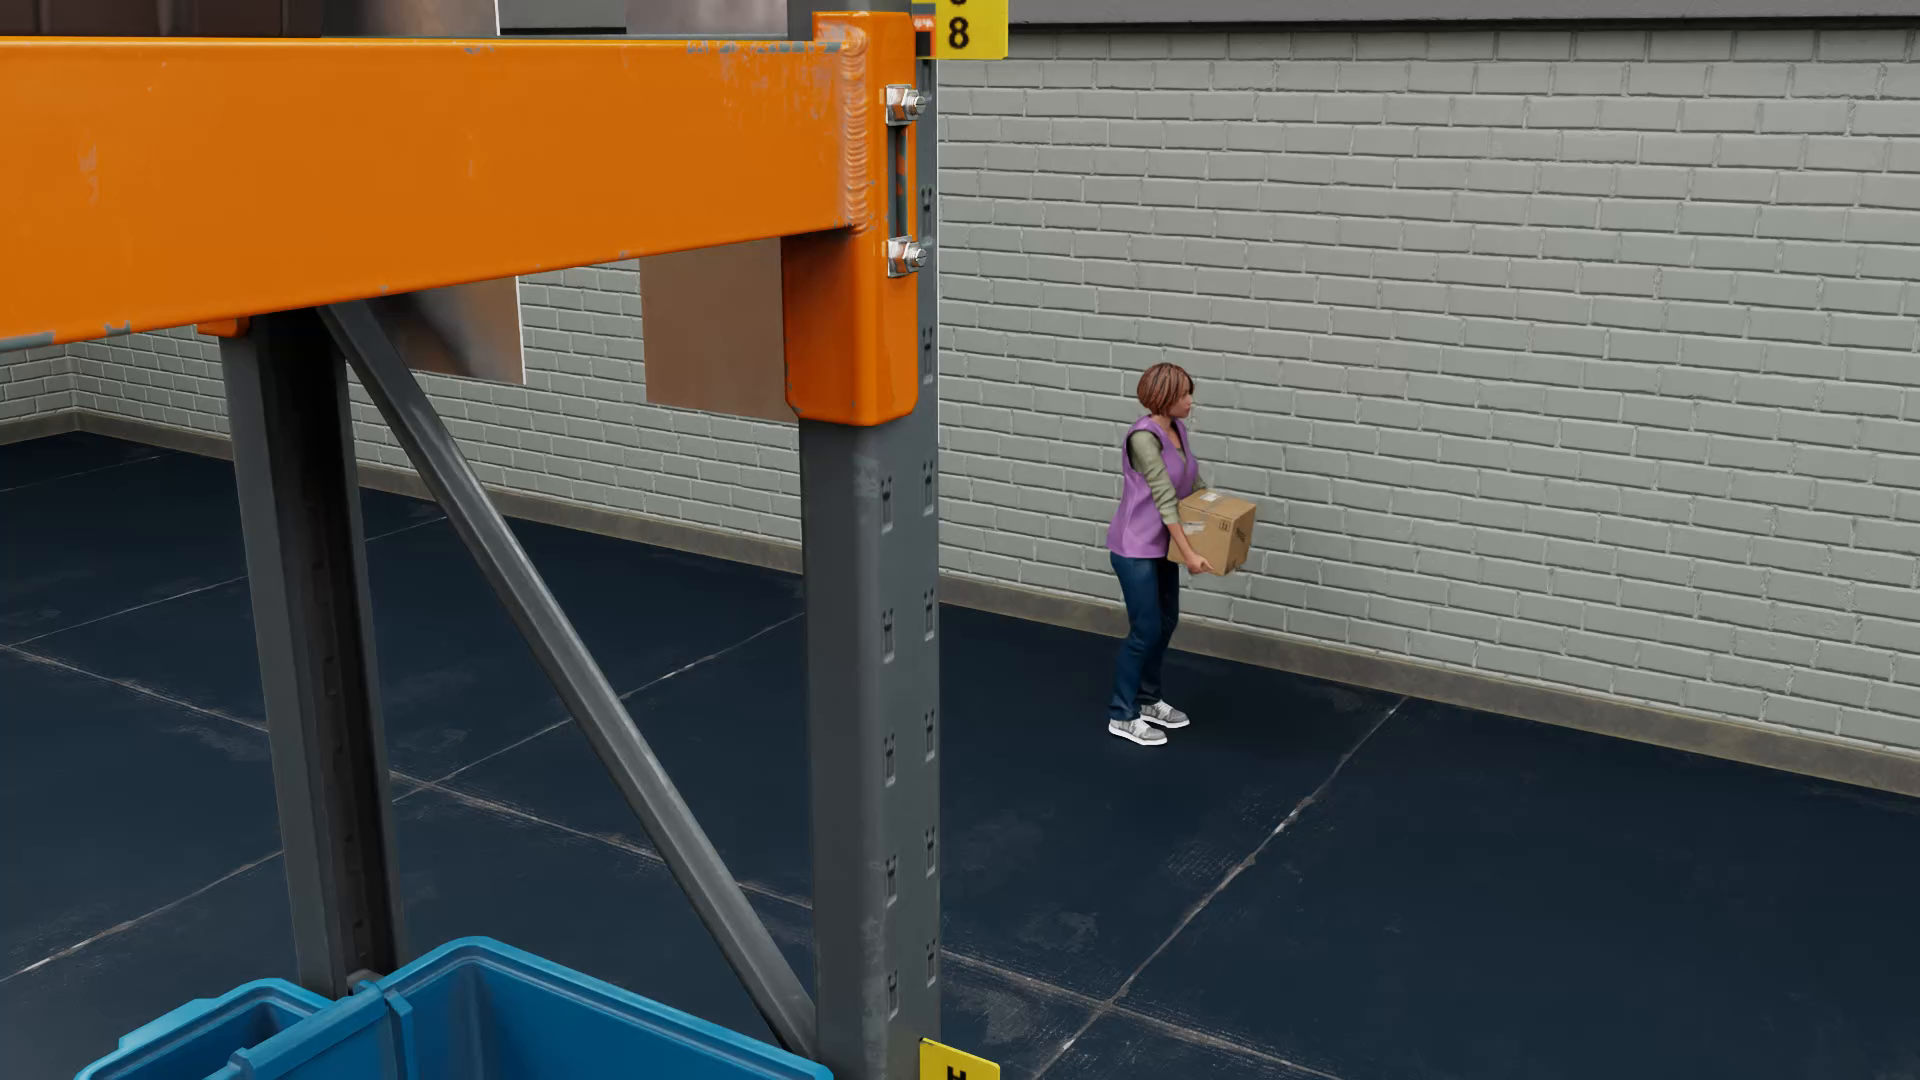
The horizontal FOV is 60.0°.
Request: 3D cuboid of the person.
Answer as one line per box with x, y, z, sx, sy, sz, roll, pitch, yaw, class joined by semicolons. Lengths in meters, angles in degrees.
0.858;0.061;6.860;0.507;1.596;0.375;10;19;29;person
